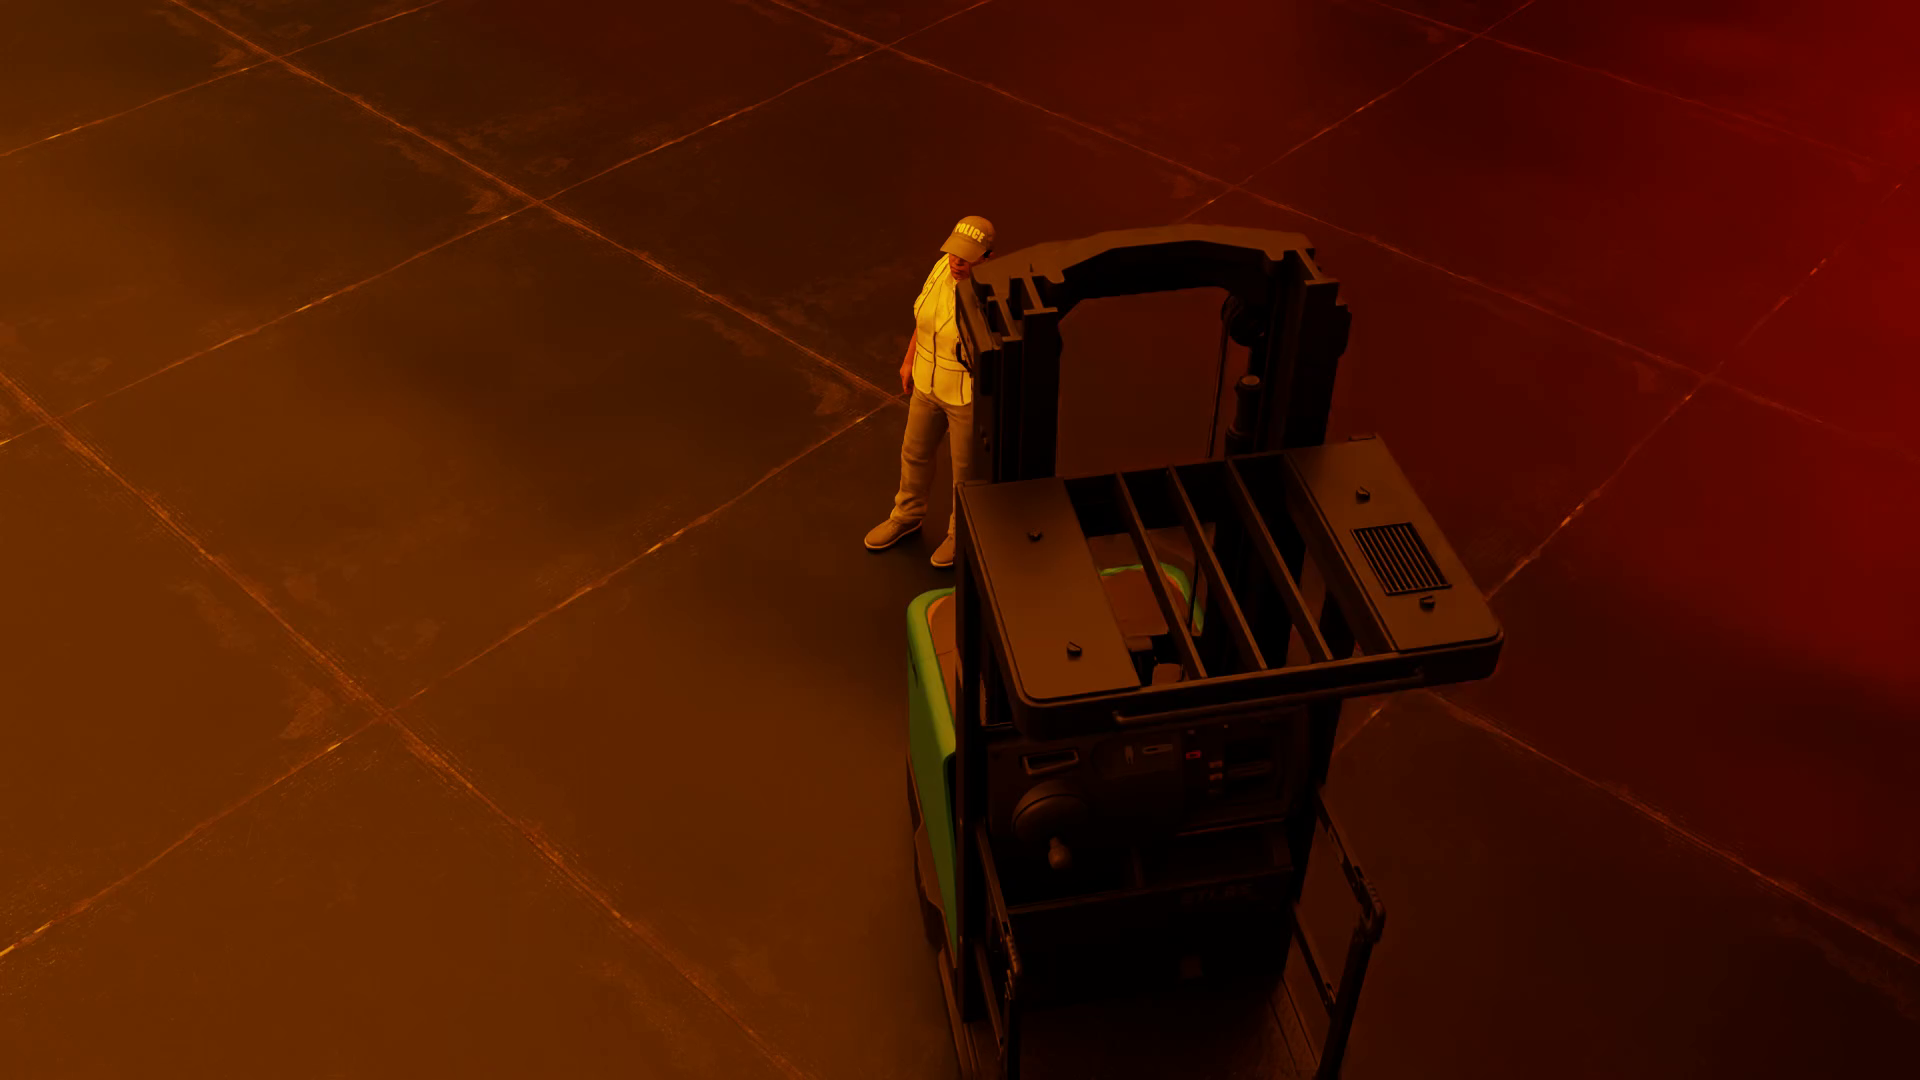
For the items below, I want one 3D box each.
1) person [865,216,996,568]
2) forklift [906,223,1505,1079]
[{"bbox_3d":[-0.069,-0.611,7.101,0.598,1.670,0.529,31,49,31],"label":"person"},{"bbox_3d":[0.578,0.770,4.531,1.130,2.935,3.031,-7,41,-8],"label":"forklift"}]
